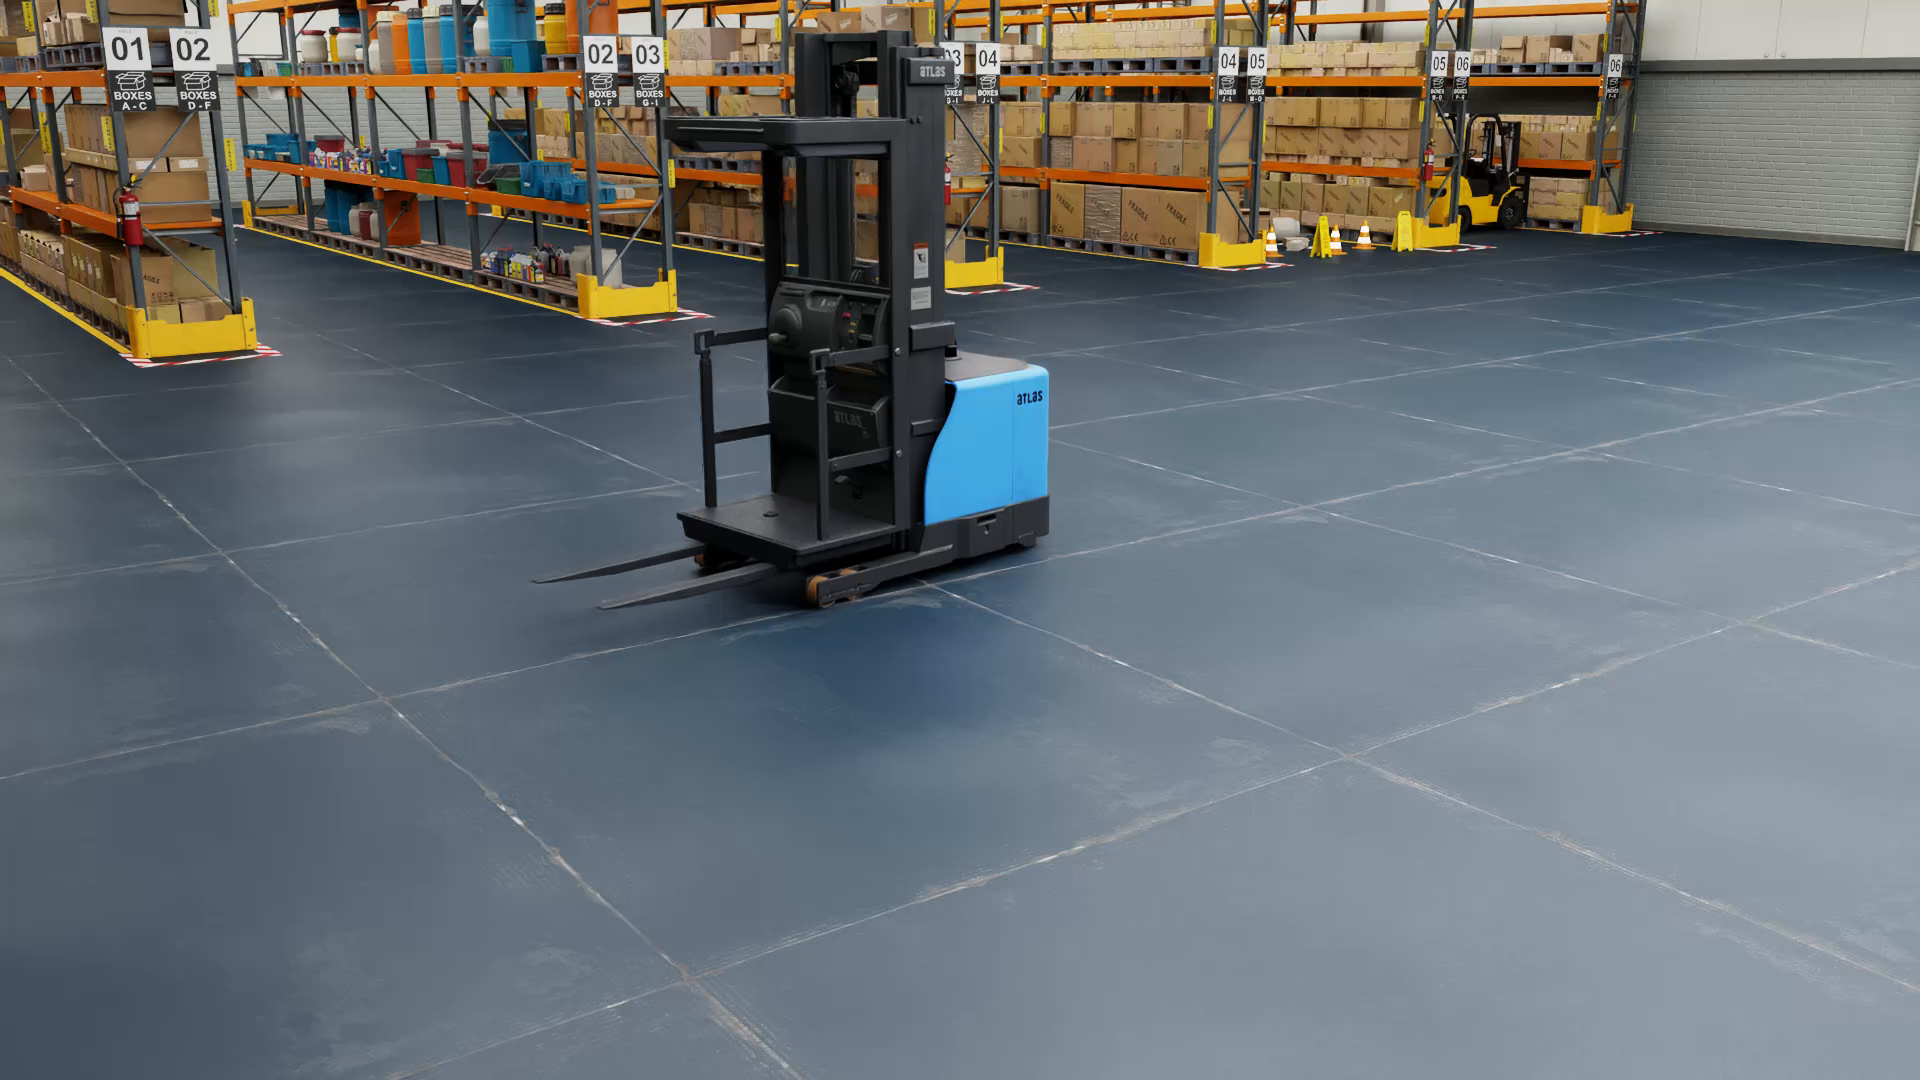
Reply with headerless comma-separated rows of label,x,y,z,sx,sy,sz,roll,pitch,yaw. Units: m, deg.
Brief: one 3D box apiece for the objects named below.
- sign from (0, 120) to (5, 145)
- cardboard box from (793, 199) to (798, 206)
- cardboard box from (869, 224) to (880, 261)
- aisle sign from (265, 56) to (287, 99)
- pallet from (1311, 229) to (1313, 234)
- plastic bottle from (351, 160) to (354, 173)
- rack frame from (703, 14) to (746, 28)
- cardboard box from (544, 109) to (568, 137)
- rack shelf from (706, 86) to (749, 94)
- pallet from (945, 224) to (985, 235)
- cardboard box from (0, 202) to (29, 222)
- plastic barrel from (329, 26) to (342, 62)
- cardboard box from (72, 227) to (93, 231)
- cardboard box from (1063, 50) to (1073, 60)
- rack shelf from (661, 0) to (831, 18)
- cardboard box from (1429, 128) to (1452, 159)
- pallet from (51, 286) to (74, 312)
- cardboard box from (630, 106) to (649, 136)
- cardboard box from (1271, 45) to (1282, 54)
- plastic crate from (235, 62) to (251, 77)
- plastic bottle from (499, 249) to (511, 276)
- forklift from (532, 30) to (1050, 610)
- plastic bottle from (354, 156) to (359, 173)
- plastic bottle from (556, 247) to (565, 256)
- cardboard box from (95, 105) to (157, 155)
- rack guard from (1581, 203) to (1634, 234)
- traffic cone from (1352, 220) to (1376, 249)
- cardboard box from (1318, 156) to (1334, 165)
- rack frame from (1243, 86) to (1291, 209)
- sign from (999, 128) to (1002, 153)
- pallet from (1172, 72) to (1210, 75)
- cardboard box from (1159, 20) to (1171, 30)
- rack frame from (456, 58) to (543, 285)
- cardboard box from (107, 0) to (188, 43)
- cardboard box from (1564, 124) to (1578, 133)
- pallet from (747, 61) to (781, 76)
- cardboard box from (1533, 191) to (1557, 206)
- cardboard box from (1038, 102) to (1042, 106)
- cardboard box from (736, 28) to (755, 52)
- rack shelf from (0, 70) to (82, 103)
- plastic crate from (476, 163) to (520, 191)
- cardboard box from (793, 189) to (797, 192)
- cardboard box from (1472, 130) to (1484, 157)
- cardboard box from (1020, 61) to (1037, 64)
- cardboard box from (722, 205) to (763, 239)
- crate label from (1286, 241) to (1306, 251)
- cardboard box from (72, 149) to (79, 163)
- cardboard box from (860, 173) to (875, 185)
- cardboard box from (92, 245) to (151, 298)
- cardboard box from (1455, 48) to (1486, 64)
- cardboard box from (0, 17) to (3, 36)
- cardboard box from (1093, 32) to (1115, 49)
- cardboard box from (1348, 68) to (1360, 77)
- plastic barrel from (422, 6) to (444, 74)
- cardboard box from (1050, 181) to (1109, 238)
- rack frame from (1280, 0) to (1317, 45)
sign,-13.056,-5.543,22.604,0.100,0.325,0.005,-11,19,-35
cardboard box,-3.394,-7.107,34.965,0.380,0.149,0.250,-11,19,-34
cardboard box,-0.989,-4.330,24.152,0.500,0.500,0.500,-9,18,-29
aisle sign,-13.123,-8.900,31.988,0.394,0.787,0.004,-11,19,-35
pallet,6.184,-5.847,31.040,1.003,0.211,1.213,-11,19,-35
plastic bottle,-9.729,-6.003,26.703,0.097,0.201,0.097,0,15,0
rack frame,-5.240,-11.996,36.860,1.000,3.000,0.127,-11,19,-35
cardboard box,-7.737,-8.097,32.279,0.500,0.500,0.500,-11,19,-34
rack shelf,-4.064,-9.775,35.790,1.077,0.370,4.000,-11,19,-35
pallet,-0.133,-5.869,31.121,1.003,0.211,1.213,-11,19,-35
cardboard box,-14.004,-4.870,24.668,0.500,0.250,0.500,-11,19,-36
plastic barrel,-10.265,-8.308,27.915,0.600,0.588,0.600,0,15,0
cardboard box,-12.115,-4.182,23.026,0.500,0.311,0.500,-10,18,-33
cardboard box,1.909,-7.931,27.180,0.380,0.149,0.250,-11,19,-34
rack shelf,-3.431,-8.573,26.472,1.077,0.370,4.000,-11,19,-35
cardboard box,8.058,-6.812,28.529,0.500,0.500,0.500,-11,19,-35
pallet,-10.735,-3.061,20.861,1.003,0.211,1.213,-11,19,-35
cardboard box,-5.405,-7.476,29.620,0.797,0.503,0.637,-10,18,-33
cardboard box,5.858,-8.871,30.090,0.380,0.149,0.250,-10,18,-33
plastic crate,-13.317,-8.844,31.272,0.497,0.269,0.590,-11,19,-35
plastic bottle,-6.012,-3.681,22.026,0.144,0.351,0.185,-12,19,-37
forklift,-0.871,-1.210,8.944,3.031,2.935,1.130,-14,21,-42
plastic bottle,-9.614,-5.995,26.542,0.097,0.271,0.097,0,15,0
plastic bottle,-5.347,-3.755,22.298,0.144,0.351,0.185,-11,19,-35
cardboard box,-8.825,-4.407,17.848,0.700,0.500,0.500,-11,19,-34
rack guard,12.139,-6.036,31.184,1.175,0.500,0.348,-11,19,-35
traffic cone,6.816,-5.144,27.994,0.336,0.463,0.334,-11,19,-35
cardboard box,6.602,-6.768,29.597,0.380,0.149,0.250,-11,19,-35
rack frame,5.761,-7.330,31.176,1.000,3.000,0.127,-11,19,-35
sign,0.535,-5.440,22.628,0.100,0.325,0.005,-11,19,-35
pallet,4.871,-9.056,32.154,1.213,0.211,1.003,-11,19,-35
cardboard box,3.245,-7.830,25.299,0.380,0.149,0.250,-10,18,-34
rack frame,-6.262,-5.023,22.747,1.000,3.000,0.127,-11,19,-35
cardboard box,-8.253,-5.291,16.787,0.797,0.503,0.637,-9,18,-31
cardboard box,11.520,-7.689,31.068,0.380,0.149,0.250,-11,18,-34
pallet,-2.532,-7.296,25.726,1.213,0.211,1.003,-11,19,-35
cardboard box,11.300,-6.529,31.714,0.500,0.250,0.500,-11,19,-35
cardboard box,2.006,-9.109,35.592,0.500,0.500,0.500,-11,19,-35
cardboard box,-3.536,-8.103,27.182,0.500,0.500,0.500,-10,18,-34
rack shelf,-11.447,-5.782,21.200,1.077,0.370,4.000,-11,19,-35
plastic crate,-6.057,-4.862,22.274,0.767,0.338,0.504,-11,19,-35
cardboard box,-3.308,-7.398,34.903,0.380,0.149,0.250,-10,18,-33
cardboard box,10.441,-7.798,32.695,0.500,0.500,0.500,-11,19,-35
cardboard box,1.518,-10.251,35.811,0.380,0.166,0.250,-12,20,-38
cardboard box,-3.522,-5.276,27.573,0.700,0.500,0.500,-9,18,-30
crate label,5.606,-4.900,27.720,0.298,0.136,0.250,7,17,23
cardboard box,-9.969,-4.420,19.126,0.380,0.149,0.250,-11,19,-36
cardboard box,-1.205,-5.149,23.684,0.380,0.149,0.250,-11,19,-35
cardboard box,-9.075,-2.919,18.050,0.500,0.500,0.500,-11,19,-35
cardboard box,10.065,-9.540,32.754,0.500,0.311,0.500,-10,18,-33
cardboard box,-13.174,-7.290,23.262,0.500,0.500,0.500,-11,19,-35
cardboard box,2.472,-7.946,26.479,0.500,0.250,0.500,-11,19,-35
cardboard box,6.946,-8.112,28.827,0.380,0.149,0.250,-11,19,-36
plastic barrel,-7.121,-6.926,23.069,0.600,0.901,0.600,0,15,0
cardboard box,2.129,-5.573,27.984,0.875,0.875,0.875,-11,19,-34
rack frame,7.421,-11.849,36.322,1.000,3.000,0.127,-11,19,-35
